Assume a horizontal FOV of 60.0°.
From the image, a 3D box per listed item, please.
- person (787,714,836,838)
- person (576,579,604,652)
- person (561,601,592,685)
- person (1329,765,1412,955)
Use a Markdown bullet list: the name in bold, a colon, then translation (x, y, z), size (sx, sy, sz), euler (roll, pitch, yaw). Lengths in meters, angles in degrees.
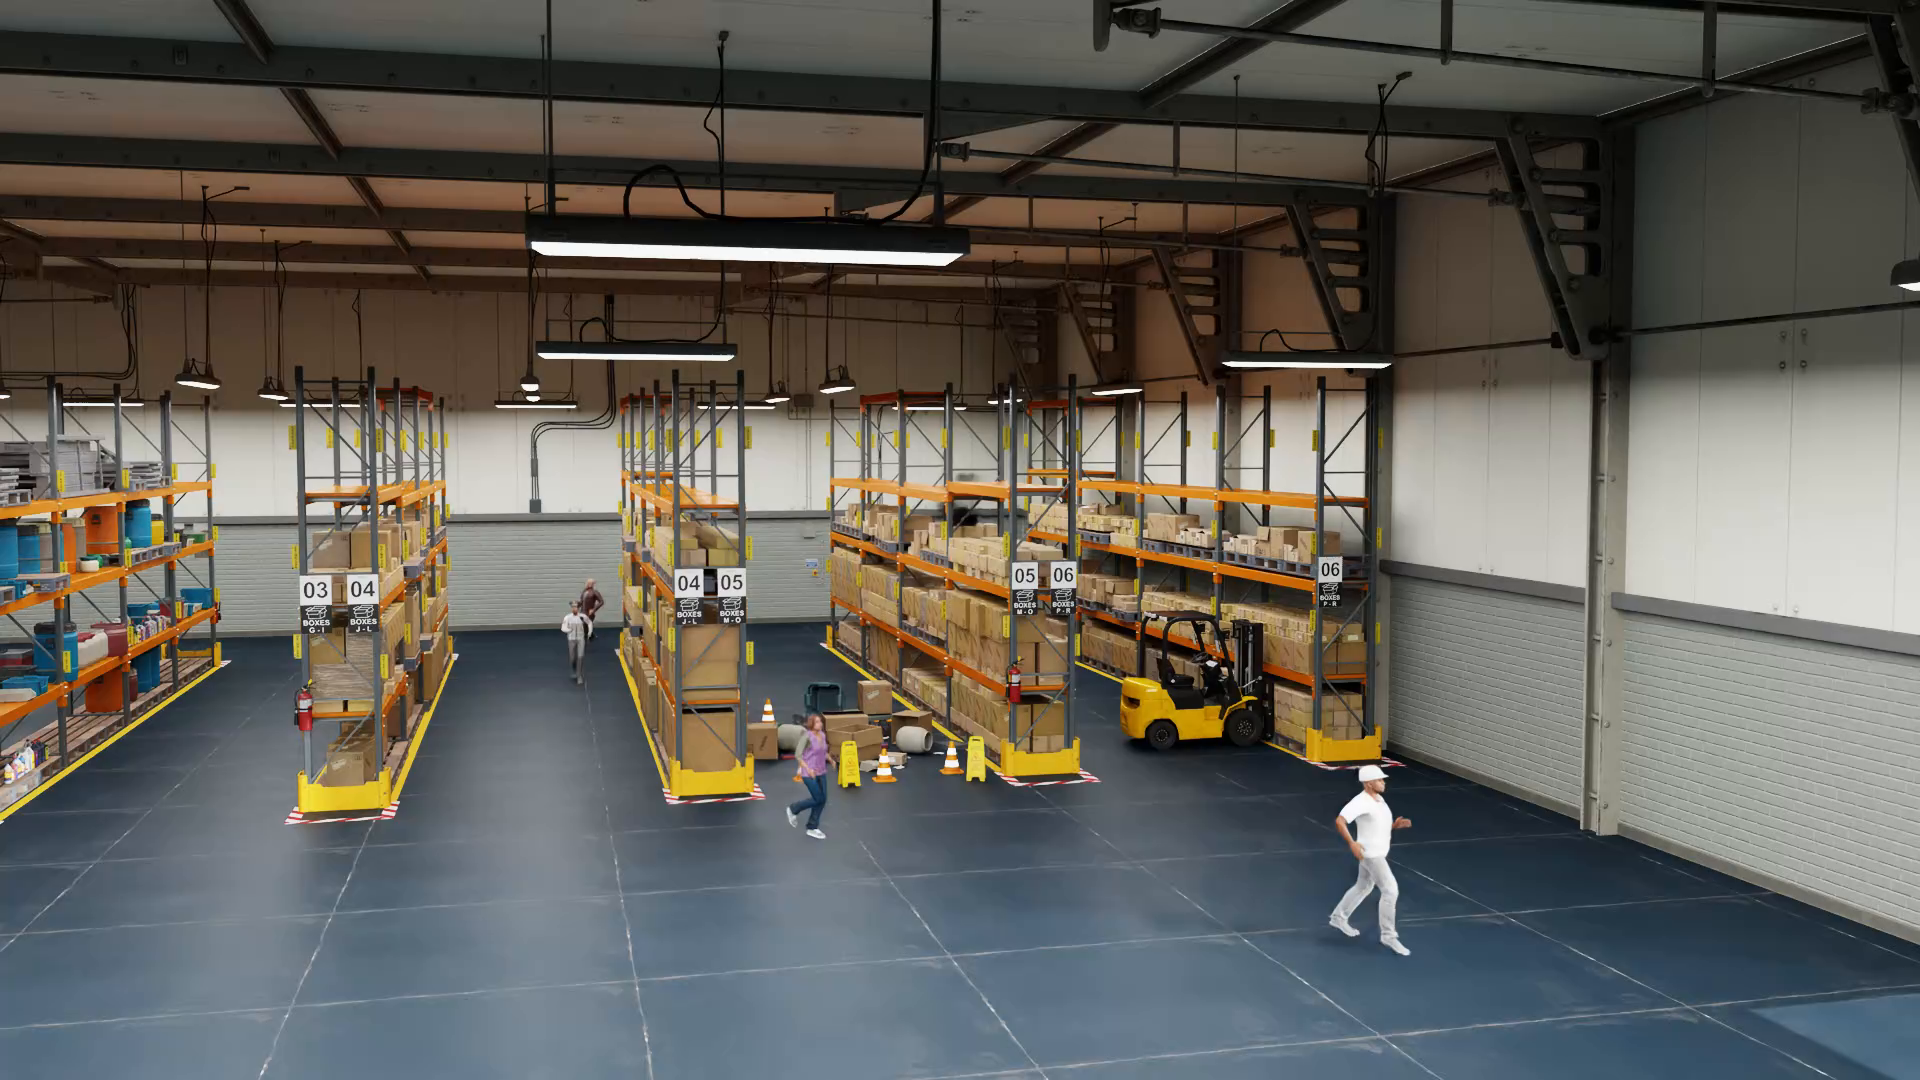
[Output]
- **person**: translation (-1.872, 2.975, 21.076), size (0.586, 1.572, 0.532), euler (2, 4, 34)
- **person**: translation (-8.816, 1.785, 39.449), size (0.772, 1.744, 0.694), euler (3, 4, 39)
- **person**: translation (-7.944, 2.106, 34.491), size (0.618, 1.718, 0.862), euler (-1, 3, -10)
- **person**: translation (4.053, 3.128, 16.424), size (0.820, 1.821, 0.677), euler (2, 4, 24)
